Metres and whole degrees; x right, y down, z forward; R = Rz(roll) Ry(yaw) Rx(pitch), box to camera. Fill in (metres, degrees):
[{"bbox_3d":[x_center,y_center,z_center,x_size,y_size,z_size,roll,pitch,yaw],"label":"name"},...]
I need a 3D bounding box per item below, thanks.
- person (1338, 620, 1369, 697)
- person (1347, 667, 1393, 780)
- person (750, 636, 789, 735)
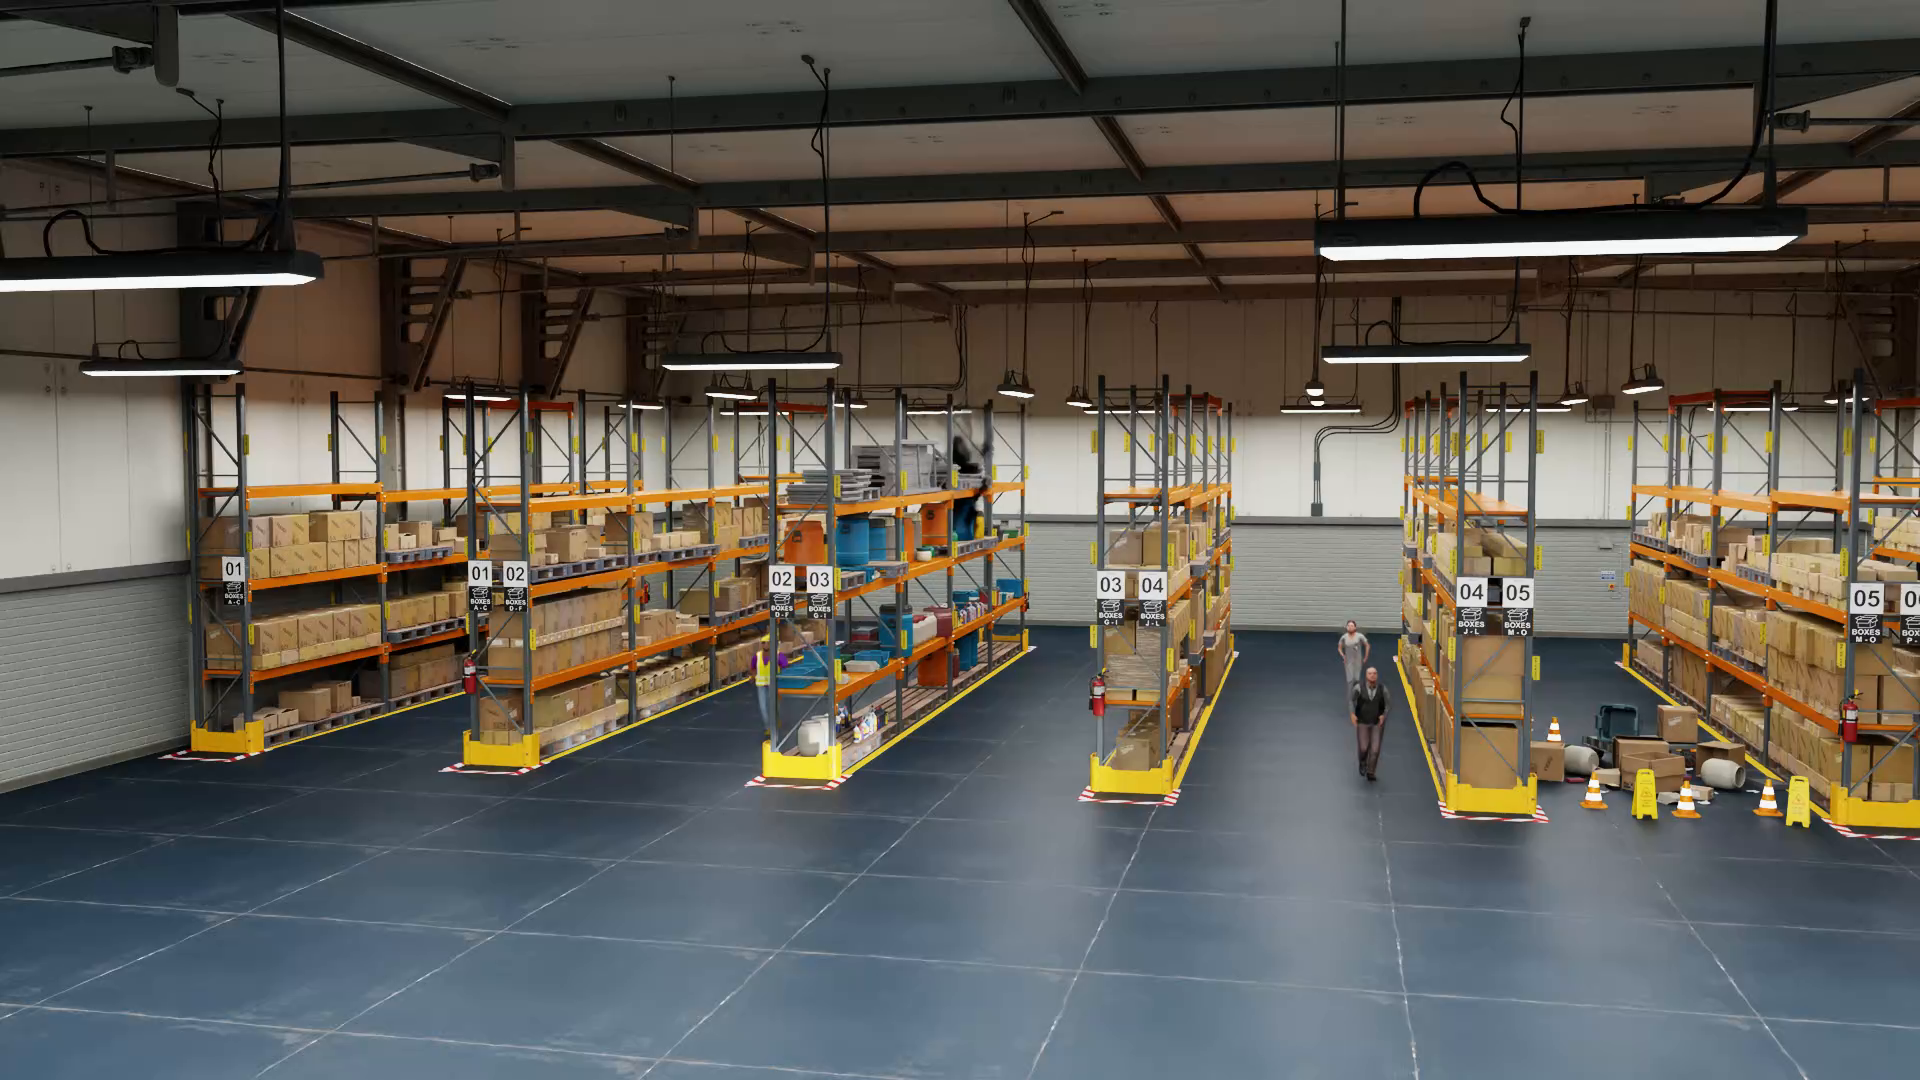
[{"bbox_3d":[7.594,2.360,32.115,0.584,1.631,0.632,1,3,18],"label":"person"},{"bbox_3d":[6.112,2.742,24.795,0.666,1.685,0.482,1,3,11],"label":"person"},{"bbox_3d":[-3.301,2.500,28.641,0.679,1.721,0.576,0,3,9],"label":"person"}]
